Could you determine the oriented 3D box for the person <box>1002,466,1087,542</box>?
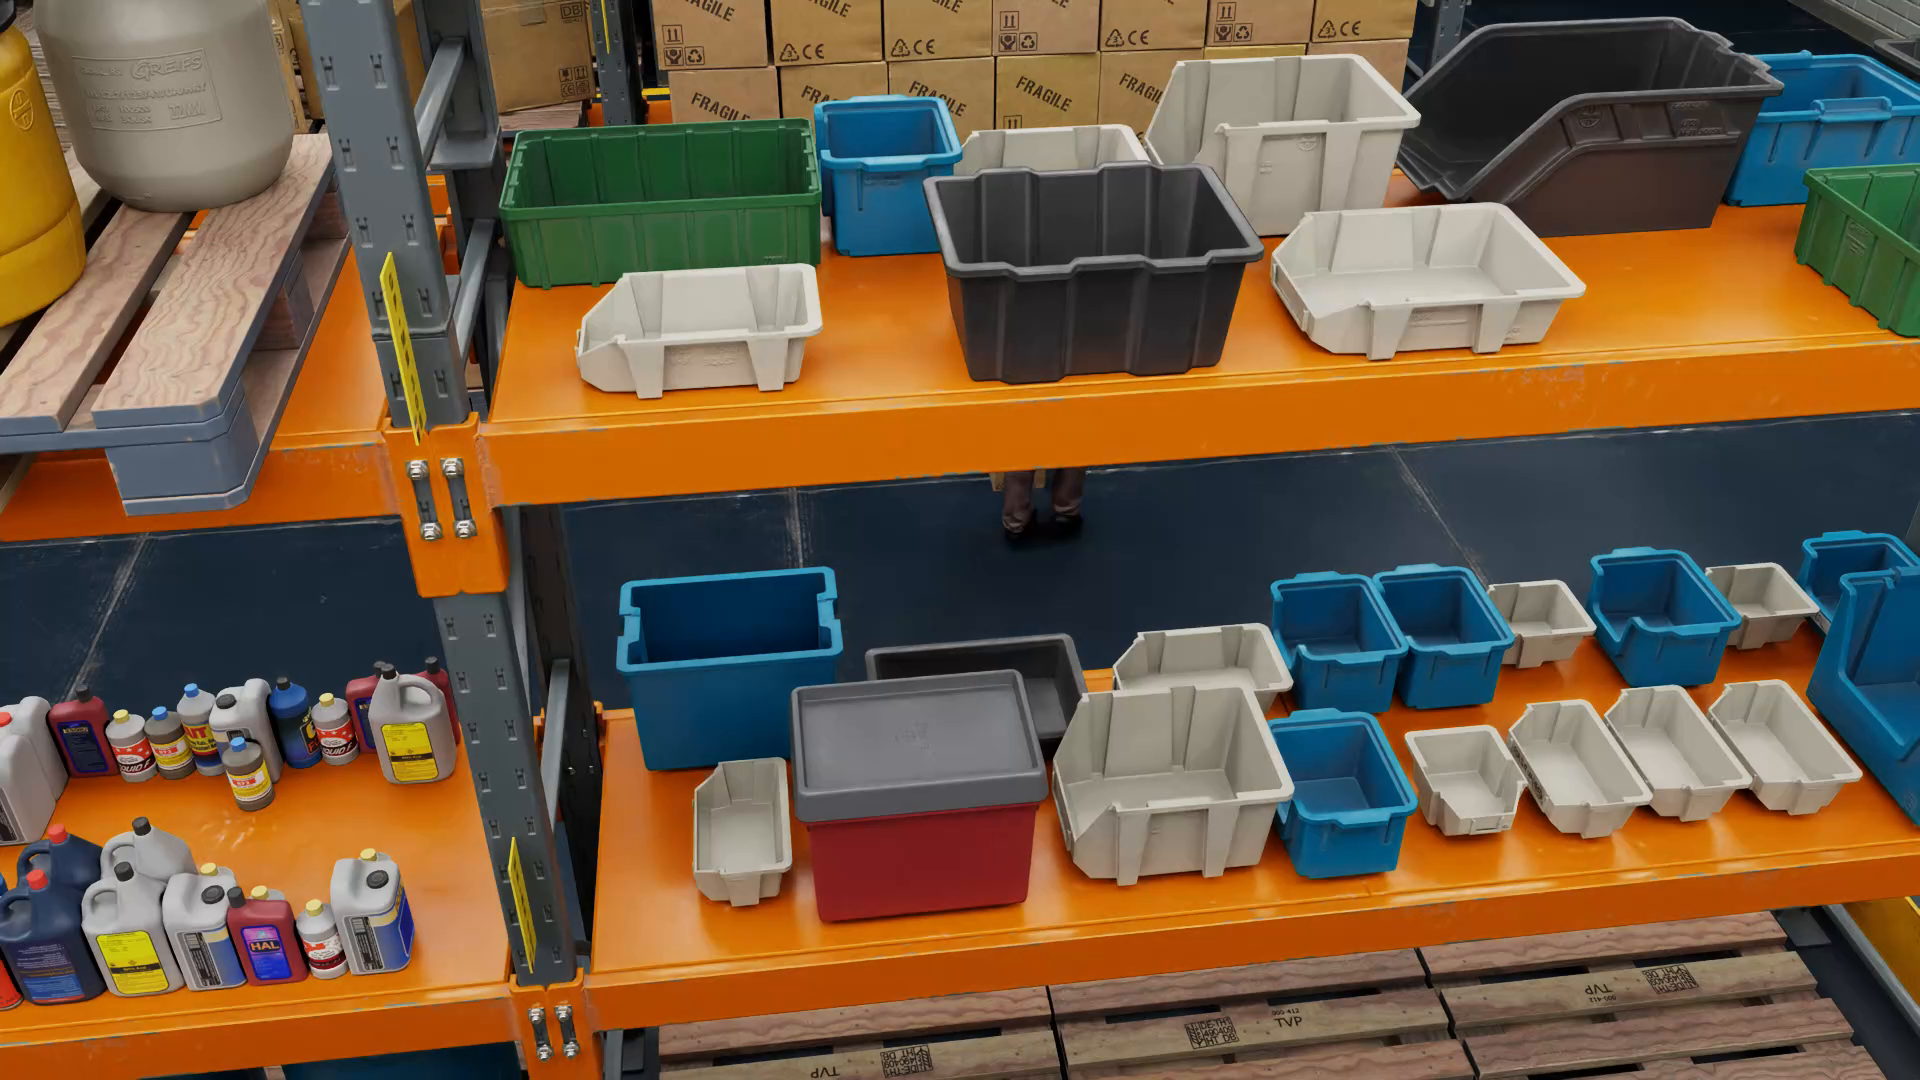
[{"bbox_3d":[0.395,-0.695,7.221,0.579,1.790,0.532,6,35,9],"label":"person"}]
